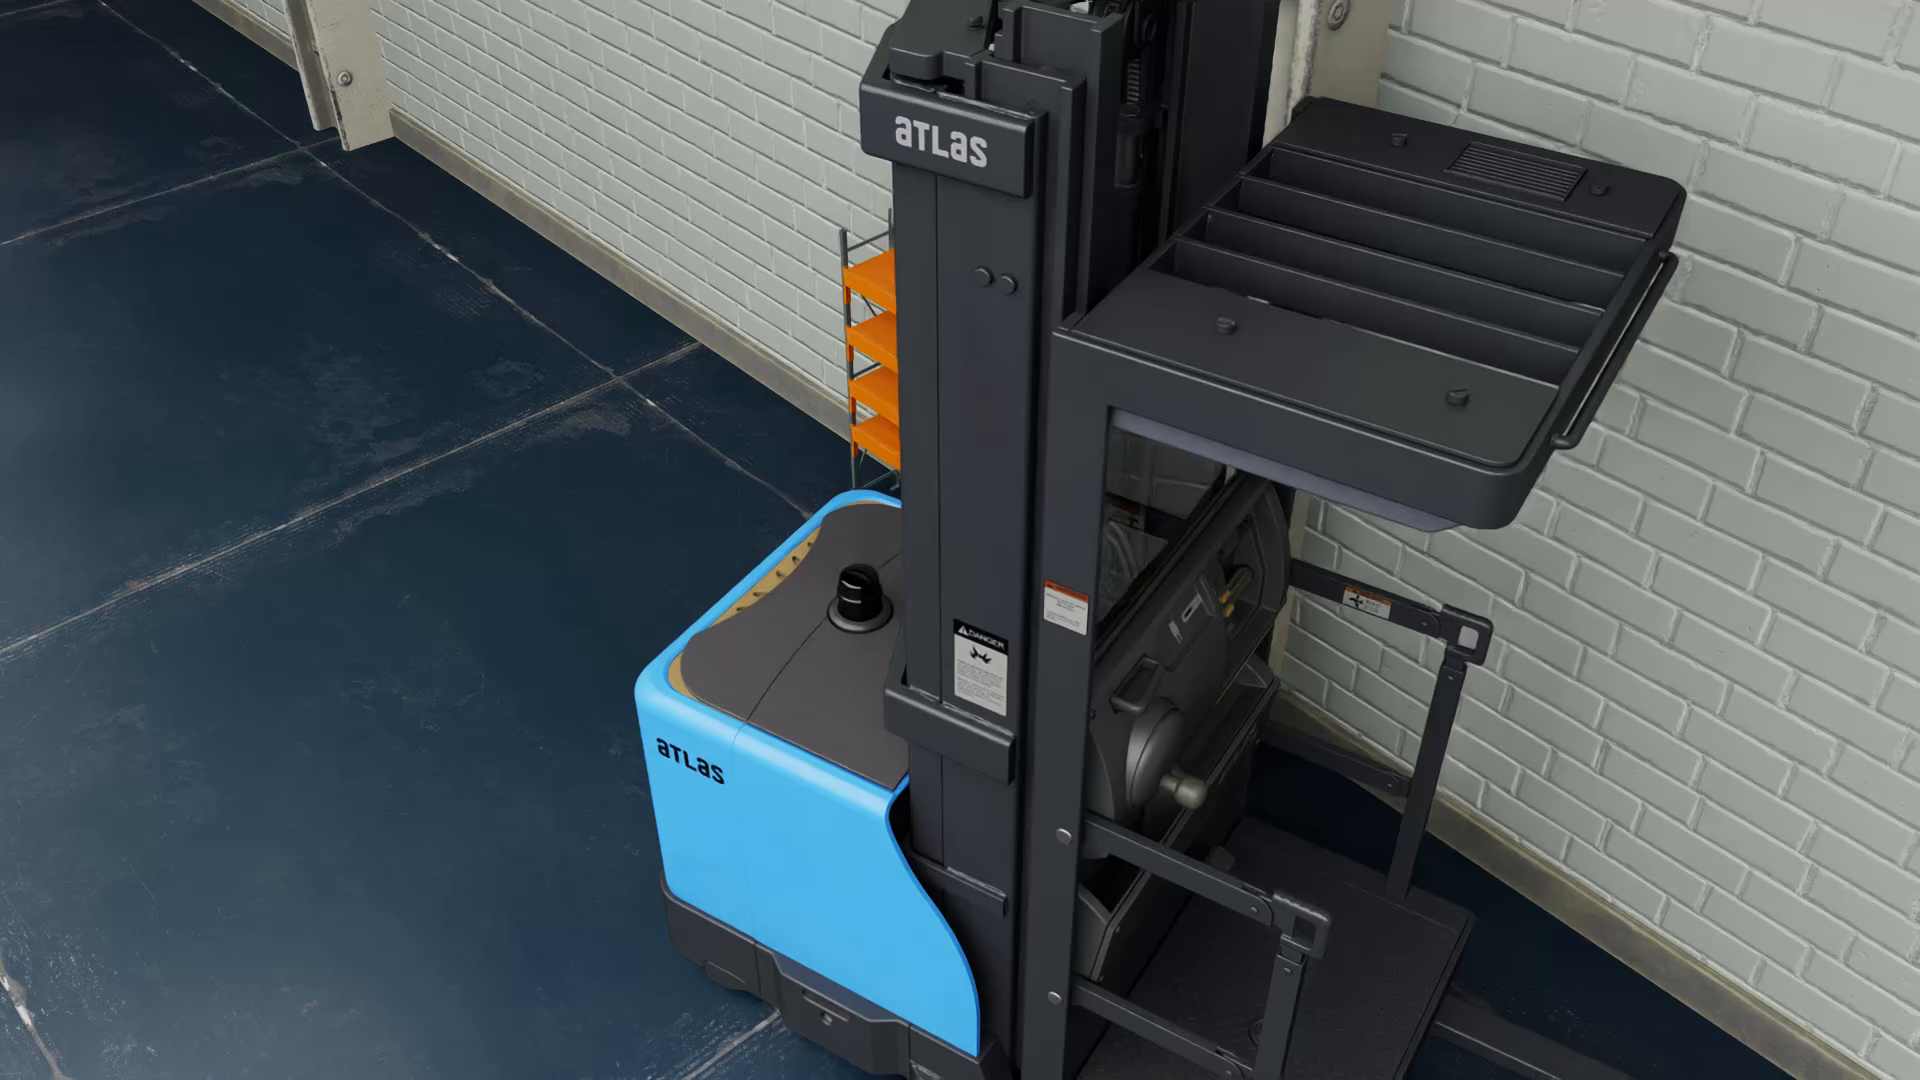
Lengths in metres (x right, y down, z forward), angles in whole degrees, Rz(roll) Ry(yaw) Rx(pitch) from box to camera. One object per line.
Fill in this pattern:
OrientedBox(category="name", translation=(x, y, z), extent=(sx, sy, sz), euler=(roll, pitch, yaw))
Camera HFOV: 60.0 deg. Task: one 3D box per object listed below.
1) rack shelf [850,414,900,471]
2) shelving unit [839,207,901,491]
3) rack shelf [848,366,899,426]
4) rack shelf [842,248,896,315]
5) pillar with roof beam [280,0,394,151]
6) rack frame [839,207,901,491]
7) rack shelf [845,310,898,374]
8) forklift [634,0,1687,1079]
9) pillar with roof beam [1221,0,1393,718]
OrientedBox(category="rack shelf", translation=(-0.150, -0.314, 6.106), extent=(0.258, 0.148, 0.480), euler=(-30, 48, -32))
OrientedBox(category="shelving unit", translation=(-0.150, -0.521, 5.939), extent=(0.258, 1.200, 0.503), euler=(-30, 48, -32))
OrientedBox(category="rack shelf", translation=(-0.150, -0.468, 5.982), extent=(0.258, 0.148, 0.480), euler=(-30, 48, -32))
OrientedBox(category="rack shelf", translation=(-0.150, -0.826, 5.692), extent=(0.258, 0.148, 0.480), euler=(-30, 48, -32))
OrientedBox(category="pillar with roof beam", translation=(-6.433, -3.884, 3.897), extent=(9.100, 9.000, 0.400), euler=(-30, 48, -32))
OrientedBox(category="rack frame", translation=(-0.317, -0.633, 6.078), extent=(0.240, 1.200, 0.015), euler=(-30, 48, -32))
OrientedBox(category="rack shelf", translation=(-0.150, -0.642, 5.841), extent=(0.258, 0.148, 0.480), euler=(-30, 48, -32))
OrientedBox(category="forklift", translation=(0.695, 0.270, 3.583), extent=(3.031, 2.935, 1.130), euler=(21, 43, 24))
OrientedBox(category="pillar with roof beam", translation=(-2.375, -1.107, 0.459), extent=(9.100, 9.000, 0.400), euler=(-30, 48, -32))
